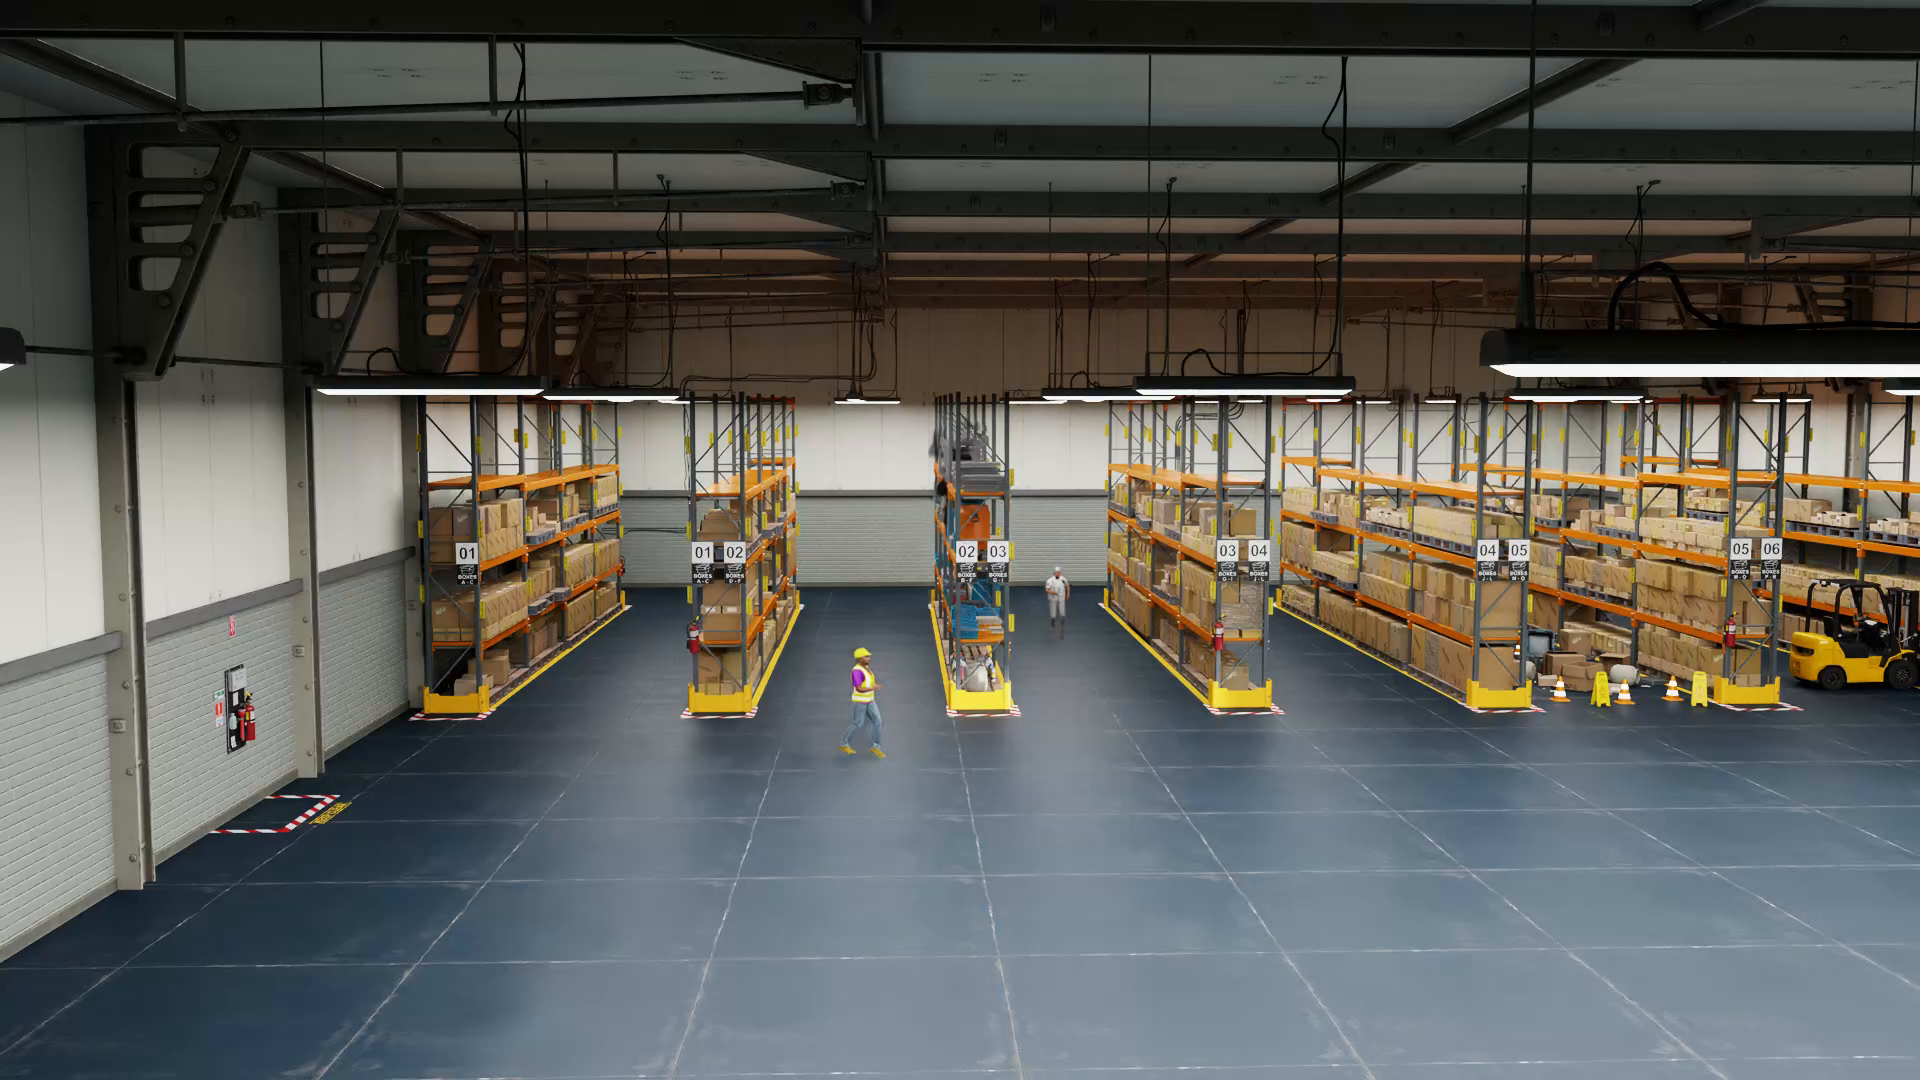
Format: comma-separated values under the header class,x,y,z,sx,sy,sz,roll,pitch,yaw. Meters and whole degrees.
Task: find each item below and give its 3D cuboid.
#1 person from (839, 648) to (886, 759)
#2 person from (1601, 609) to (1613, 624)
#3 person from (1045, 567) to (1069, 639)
class,x,y,z,sx,sy,sz,roll,pitch,yaw
person,-1.592,2.666,27.076,0.796,1.828,0.674,2,5,21
person,16.379,1.573,42.338,0.567,1.524,0.547,-1,5,-9
person,2.350,1.504,40.028,0.617,1.726,0.717,0,5,-6
